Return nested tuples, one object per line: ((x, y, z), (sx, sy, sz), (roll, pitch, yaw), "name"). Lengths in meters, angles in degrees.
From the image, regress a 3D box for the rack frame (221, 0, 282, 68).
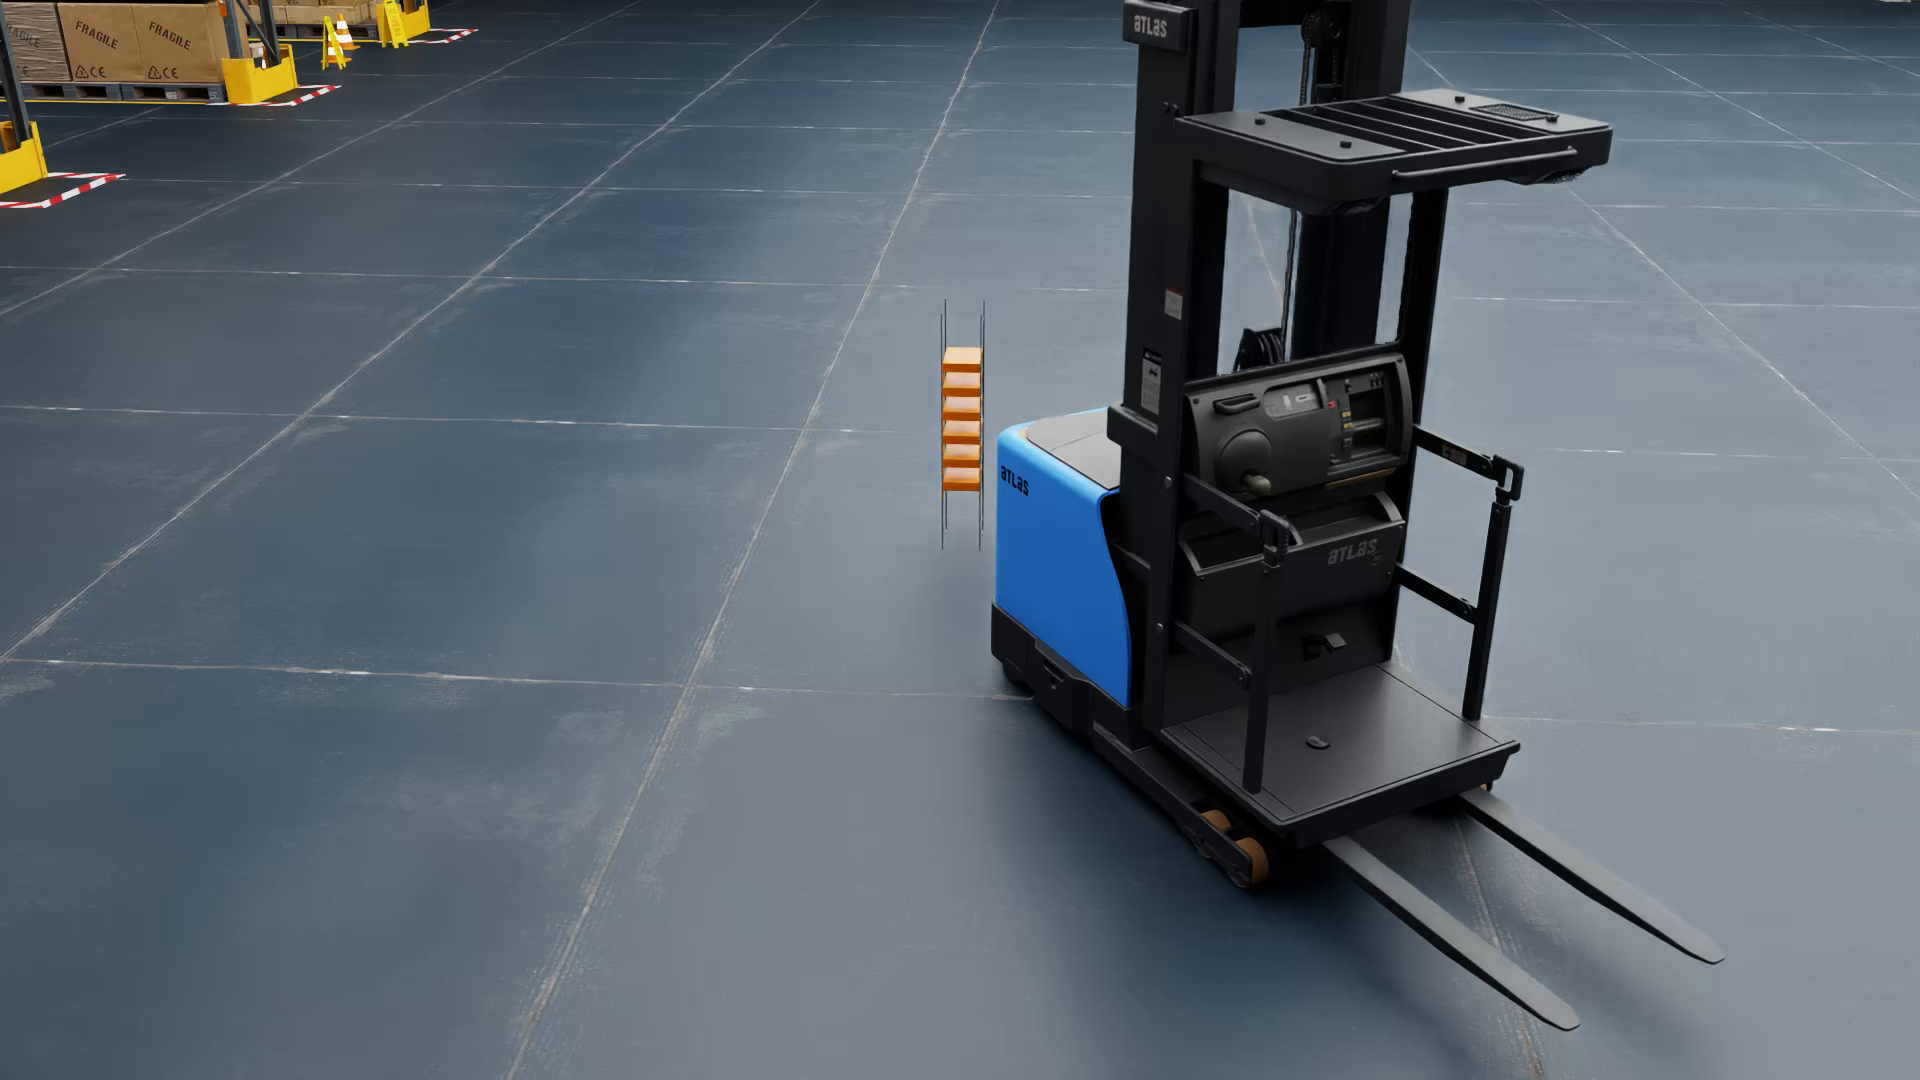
((-8.277, -6.644, 19.100), (0.127, 3.000, 1.000), (2, 25, 4), "rack frame")

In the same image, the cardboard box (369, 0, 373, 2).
((-8.806, -8.134, 24.229), (0.500, 0.500, 0.500), (1, 25, 2), "cardboard box")

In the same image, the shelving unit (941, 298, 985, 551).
((0.014, -0.545, 7.998), (0.189, 1.200, 0.258), (2, 25, 4), "shelving unit")

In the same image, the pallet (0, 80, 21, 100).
((-11.513, -5.448, 19.837), (1.213, 0.211, 1.003), (2, 25, 4), "pallet")

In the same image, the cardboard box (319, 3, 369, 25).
((-8.849, -7.566, 23.892), (0.500, 0.250, 0.500), (2, 25, 4), "cardboard box")

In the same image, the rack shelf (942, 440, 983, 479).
((0.014, -0.395, 8.067), (0.180, 0.103, 0.258), (2, 25, 4), "rack shelf")

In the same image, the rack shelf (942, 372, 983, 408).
((0.014, -0.722, 7.916), (0.180, 0.103, 0.258), (2, 25, 4), "rack shelf")

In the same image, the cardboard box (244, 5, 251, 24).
((-10.357, -7.620, 24.009), (0.500, 0.250, 0.500), (2, 25, 3), "cardboard box")

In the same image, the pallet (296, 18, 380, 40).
((-8.882, -7.486, 24.267), (1.213, 0.211, 1.003), (2, 25, 4), "pallet")

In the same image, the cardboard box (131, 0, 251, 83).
((-8.958, -5.863, 19.444), (0.875, 0.875, 0.875), (2, 25, 4), "cardboard box")

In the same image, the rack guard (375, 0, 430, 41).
((-8.075, -7.577, 24.118), (0.348, 0.500, 1.175), (2, 25, 4), "rack guard")

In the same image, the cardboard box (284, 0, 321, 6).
((-9.338, -7.925, 23.774), (0.500, 0.500, 0.500), (3, 25, 6), "cardboard box")

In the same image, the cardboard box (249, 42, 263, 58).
((-9.460, -6.615, 22.448), (0.250, 0.149, 0.380), (16, 29, 31), "cardboard box")

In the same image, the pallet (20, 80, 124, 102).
((-10.293, -5.410, 19.755), (1.213, 0.211, 1.003), (2, 25, 4), "pallet")

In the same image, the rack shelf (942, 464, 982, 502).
((0.014, -0.286, 8.117), (0.180, 0.103, 0.258), (2, 25, 4), "rack shelf")

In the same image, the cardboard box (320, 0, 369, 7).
((-8.818, -7.909, 23.740), (0.500, 0.500, 0.500), (2, 25, 4), "cardboard box")

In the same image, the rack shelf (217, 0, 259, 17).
((-10.271, -6.381, 19.389), (4.000, 0.370, 1.077), (2, 25, 4), "rack shelf")

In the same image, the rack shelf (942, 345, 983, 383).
((0.014, -0.831, 7.866), (0.180, 0.103, 0.258), (2, 25, 4), "rack shelf")

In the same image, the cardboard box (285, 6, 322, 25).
((-9.341, -7.585, 23.933), (0.500, 0.250, 0.500), (2, 25, 4), "cardboard box")

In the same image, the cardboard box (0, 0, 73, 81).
((-10.744, -5.921, 19.568), (0.875, 0.875, 0.875), (2, 25, 4), "cardboard box")

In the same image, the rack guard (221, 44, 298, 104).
((-8.253, -5.507, 19.621), (0.348, 0.500, 1.175), (2, 25, 4), "rack guard")

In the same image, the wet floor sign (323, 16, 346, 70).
((-8.097, -6.398, 21.384), (0.232, 0.644, 0.267), (-2, 25, -5), "wet floor sign")

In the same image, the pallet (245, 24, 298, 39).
((-10.095, -7.527, 24.355), (1.213, 0.211, 1.003), (2, 25, 4), "pallet")

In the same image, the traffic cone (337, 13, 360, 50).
((-8.526, -7.034, 22.982), (0.334, 0.463, 0.336), (2, 25, 4), "traffic cone")

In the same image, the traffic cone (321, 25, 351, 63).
((-8.272, -6.560, 21.953), (0.334, 0.463, 0.336), (2, 25, 4), "traffic cone")

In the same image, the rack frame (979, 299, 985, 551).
((0.106, -0.542, 7.992), (0.006, 1.200, 0.240), (2, 25, 4), "rack frame")

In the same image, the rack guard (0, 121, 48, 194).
((-8.833, -3.447, 15.142), (0.348, 0.500, 1.175), (2, 25, 4), "rack guard")

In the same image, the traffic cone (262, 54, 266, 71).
((-8.698, -6.100, 20.953), (0.334, 0.463, 0.336), (2, 25, 4), "traffic cone")

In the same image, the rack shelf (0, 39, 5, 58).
((-10.752, -4.317, 14.904), (4.000, 0.370, 1.077), (2, 25, 4), "rack shelf")

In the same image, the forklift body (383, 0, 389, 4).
((-9.653, -9.694, 26.744), (1.214, 2.155, 2.313), (2, 25, 4), "forklift body")

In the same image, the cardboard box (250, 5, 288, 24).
((-9.863, -7.600, 23.965), (0.500, 0.250, 0.500), (1, 25, 2), "cardboard box")

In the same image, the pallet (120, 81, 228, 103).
((-9.080, -5.370, 19.668), (1.213, 0.211, 1.003), (2, 25, 4), "pallet")

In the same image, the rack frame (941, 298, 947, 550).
((-0.077, -0.548, 8.005), (0.006, 1.200, 0.240), (2, 25, 4), "rack frame")

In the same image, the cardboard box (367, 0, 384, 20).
((-8.782, -7.793, 24.384), (0.500, 0.250, 0.500), (2, 25, 4), "cardboard box")

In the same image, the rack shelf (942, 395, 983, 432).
((0.014, -0.613, 7.967), (0.180, 0.103, 0.258), (2, 25, 4), "rack shelf")

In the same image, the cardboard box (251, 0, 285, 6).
((-9.841, -7.944, 23.815), (0.500, 0.500, 0.500), (1, 25, 3), "cardboard box")

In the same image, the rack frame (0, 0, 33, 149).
((-8.757, -4.580, 14.614), (0.127, 3.000, 1.000), (2, 25, 4), "rack frame")

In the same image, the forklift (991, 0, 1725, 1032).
((1.281, -0.363, 5.533), (1.130, 2.935, 3.031), (-13, 28, -26), "forklift")

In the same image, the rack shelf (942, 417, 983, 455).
((0.014, -0.504, 8.017), (0.180, 0.103, 0.258), (2, 25, 4), "rack shelf")

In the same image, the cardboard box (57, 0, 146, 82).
((-9.836, -5.891, 19.503), (0.875, 0.875, 0.875), (1, 25, 3), "cardboard box")

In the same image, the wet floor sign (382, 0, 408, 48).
((-7.891, -7.188, 23.100), (0.232, 0.644, 0.267), (11, 27, 22), "wet floor sign")

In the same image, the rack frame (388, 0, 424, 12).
((-7.999, -8.710, 23.591), (0.127, 3.000, 1.000), (2, 25, 4), "rack frame")

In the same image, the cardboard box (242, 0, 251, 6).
((-10.368, -7.959, 23.849), (0.500, 0.500, 0.500), (3, 25, 7), "cardboard box")
